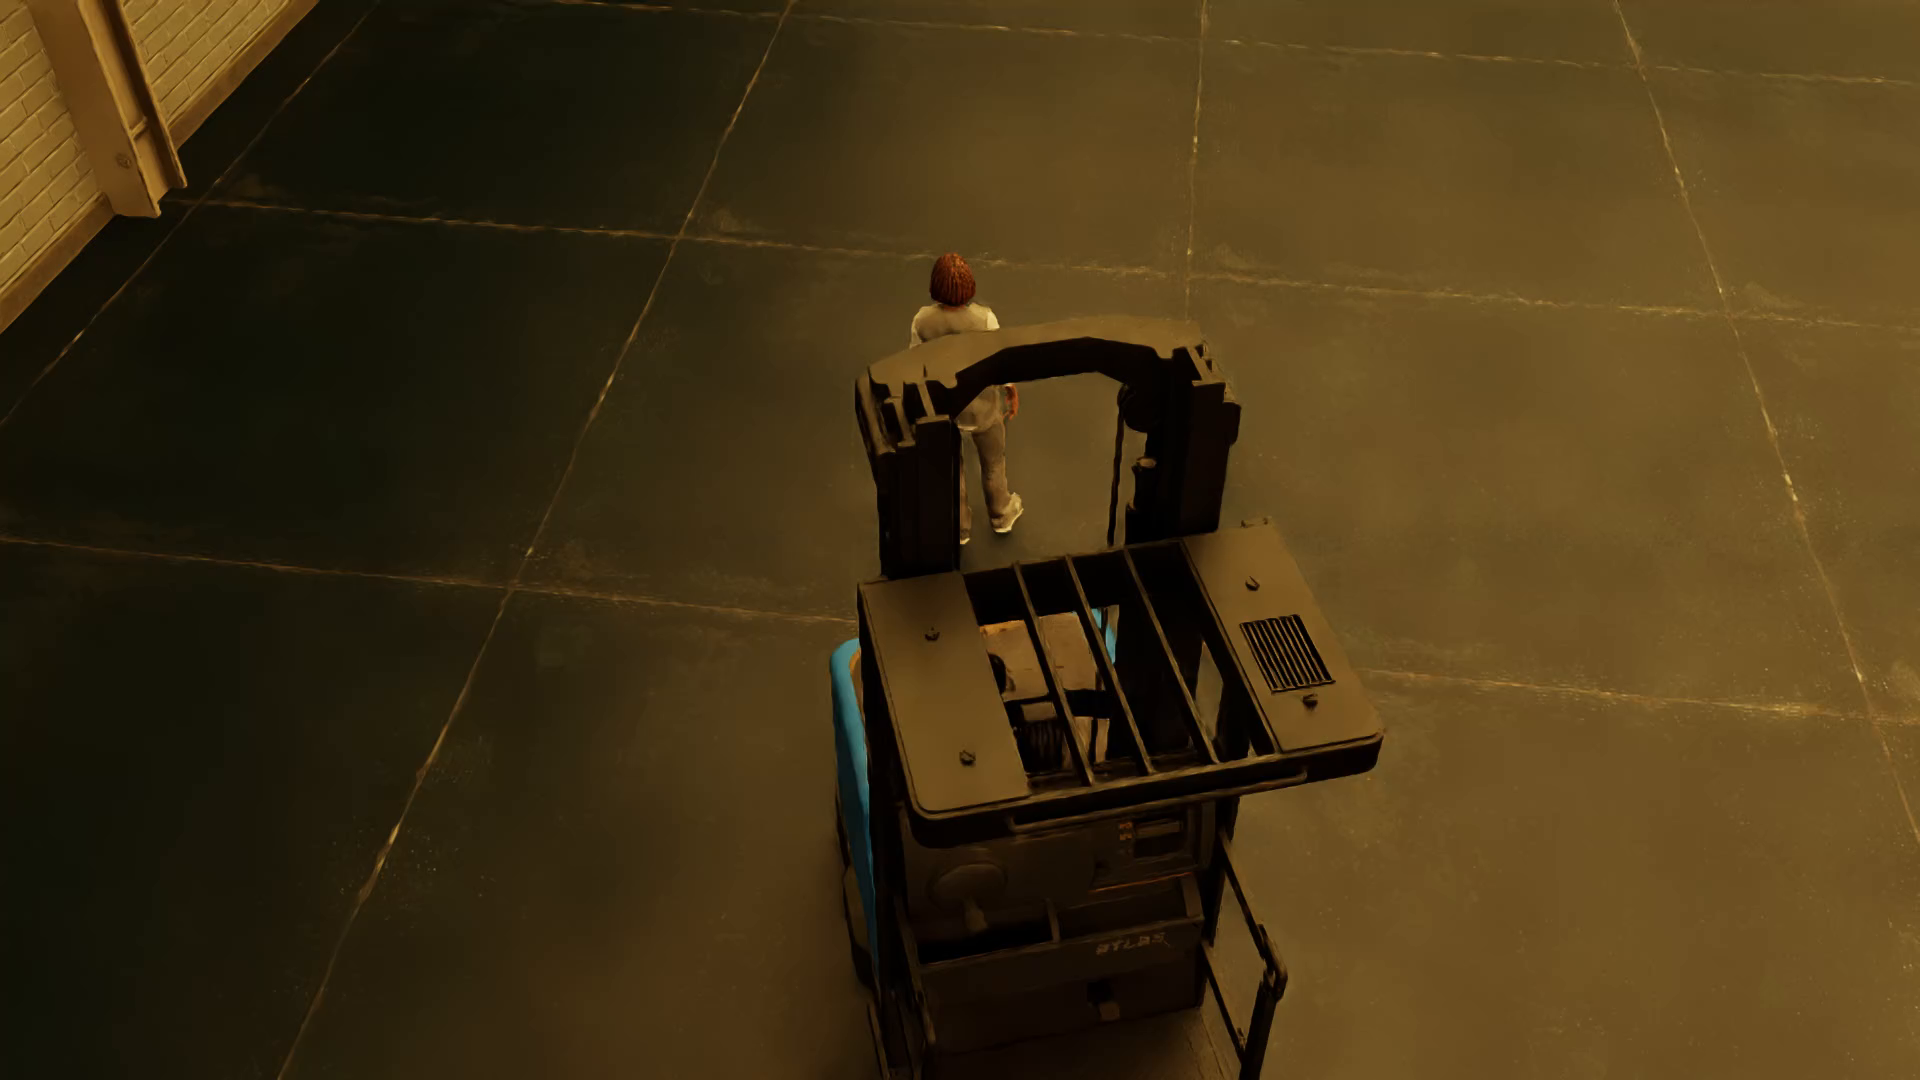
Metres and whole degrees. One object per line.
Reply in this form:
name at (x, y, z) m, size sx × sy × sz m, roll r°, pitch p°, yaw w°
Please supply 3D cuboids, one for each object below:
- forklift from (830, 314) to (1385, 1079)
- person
forklift at (0.339, 0.976, 4.662) m, size 1.130 × 2.935 × 3.031 m, roll -8°, pitch 43°, yaw -9°
person at (0.023, -0.642, 7.399) m, size 0.521 × 1.597 × 0.474 m, roll 5°, pitch 43°, yaw 6°
